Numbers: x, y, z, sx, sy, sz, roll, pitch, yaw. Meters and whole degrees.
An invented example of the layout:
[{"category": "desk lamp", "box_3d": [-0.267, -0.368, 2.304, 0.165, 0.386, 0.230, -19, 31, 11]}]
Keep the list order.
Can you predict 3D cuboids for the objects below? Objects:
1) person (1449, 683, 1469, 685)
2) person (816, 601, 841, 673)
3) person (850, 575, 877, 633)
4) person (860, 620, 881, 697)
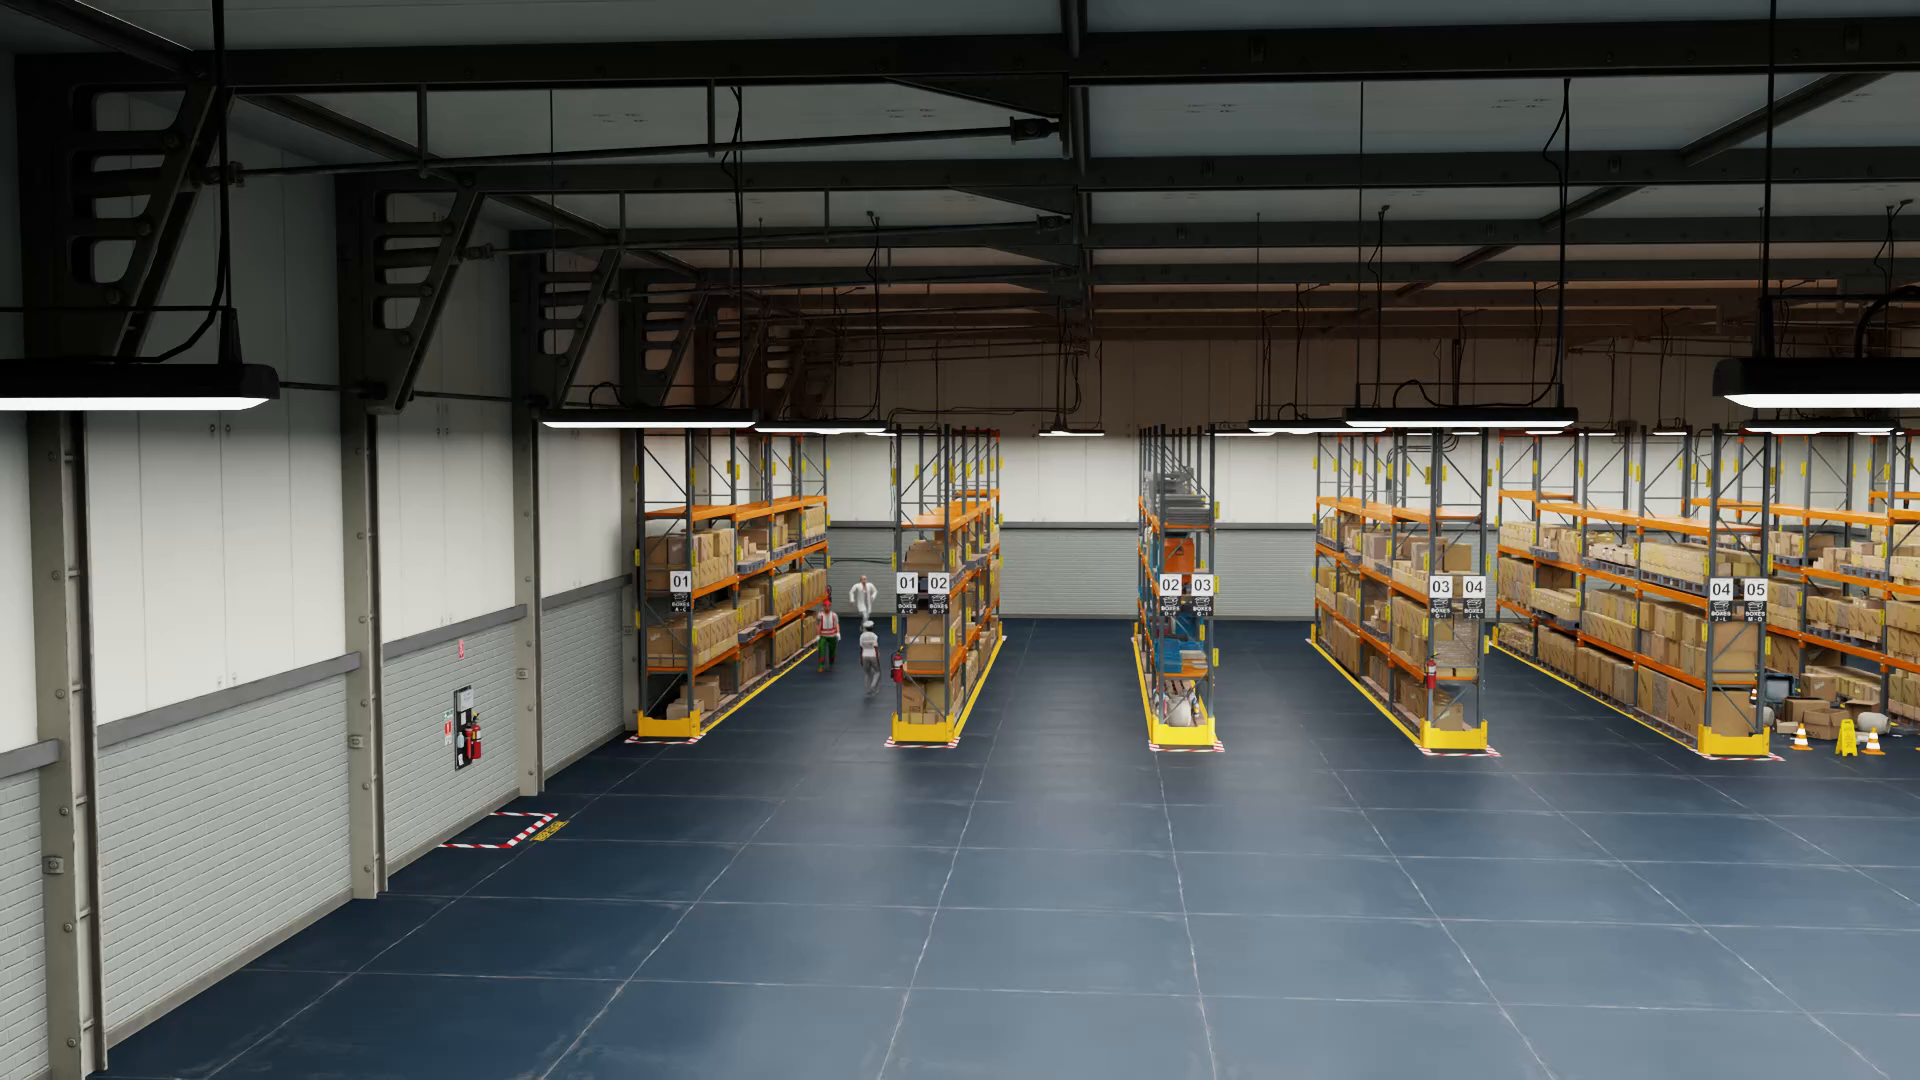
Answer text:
[{"category": "person", "box_3d": [11.548, 2.473, 38.812, 0.672, 1.797, 0.464, 1, 4, 20]}, {"category": "person", "box_3d": [-3.232, 2.349, 40.716, 0.627, 1.712, 1.070, 0, 3, 0]}, {"category": "person", "box_3d": [-2.819, 1.921, 48.489, 0.779, 1.810, 0.828, -2, 4, -26]}, {"category": "person", "box_3d": [-1.991, 2.632, 36.897, 0.509, 1.679, 0.461, 1, 4, 13]}]
